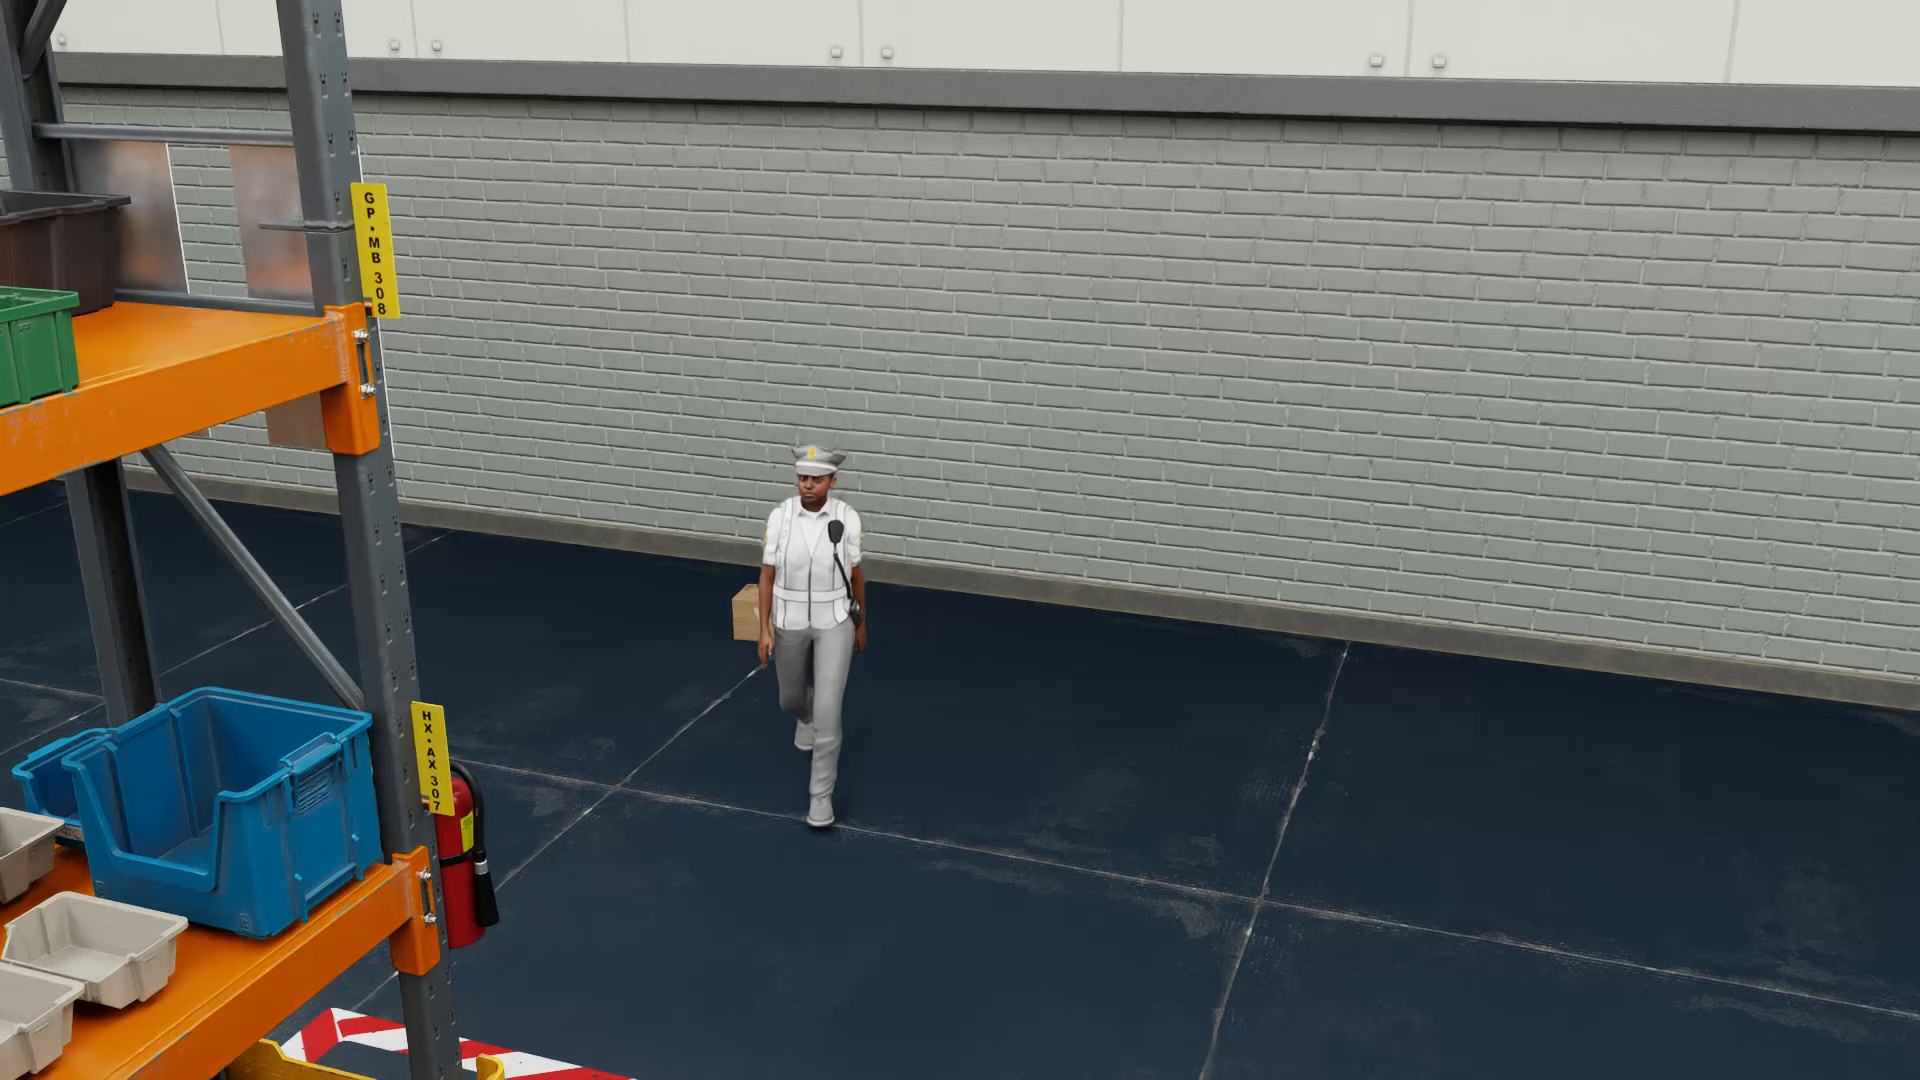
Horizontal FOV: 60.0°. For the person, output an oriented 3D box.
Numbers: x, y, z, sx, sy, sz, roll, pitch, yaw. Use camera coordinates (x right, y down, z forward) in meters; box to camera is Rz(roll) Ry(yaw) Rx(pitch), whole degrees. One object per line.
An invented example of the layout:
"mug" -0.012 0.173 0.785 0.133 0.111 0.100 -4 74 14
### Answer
"person" -0.662 0.351 7.469 0.460 1.644 0.921 1 19 4
